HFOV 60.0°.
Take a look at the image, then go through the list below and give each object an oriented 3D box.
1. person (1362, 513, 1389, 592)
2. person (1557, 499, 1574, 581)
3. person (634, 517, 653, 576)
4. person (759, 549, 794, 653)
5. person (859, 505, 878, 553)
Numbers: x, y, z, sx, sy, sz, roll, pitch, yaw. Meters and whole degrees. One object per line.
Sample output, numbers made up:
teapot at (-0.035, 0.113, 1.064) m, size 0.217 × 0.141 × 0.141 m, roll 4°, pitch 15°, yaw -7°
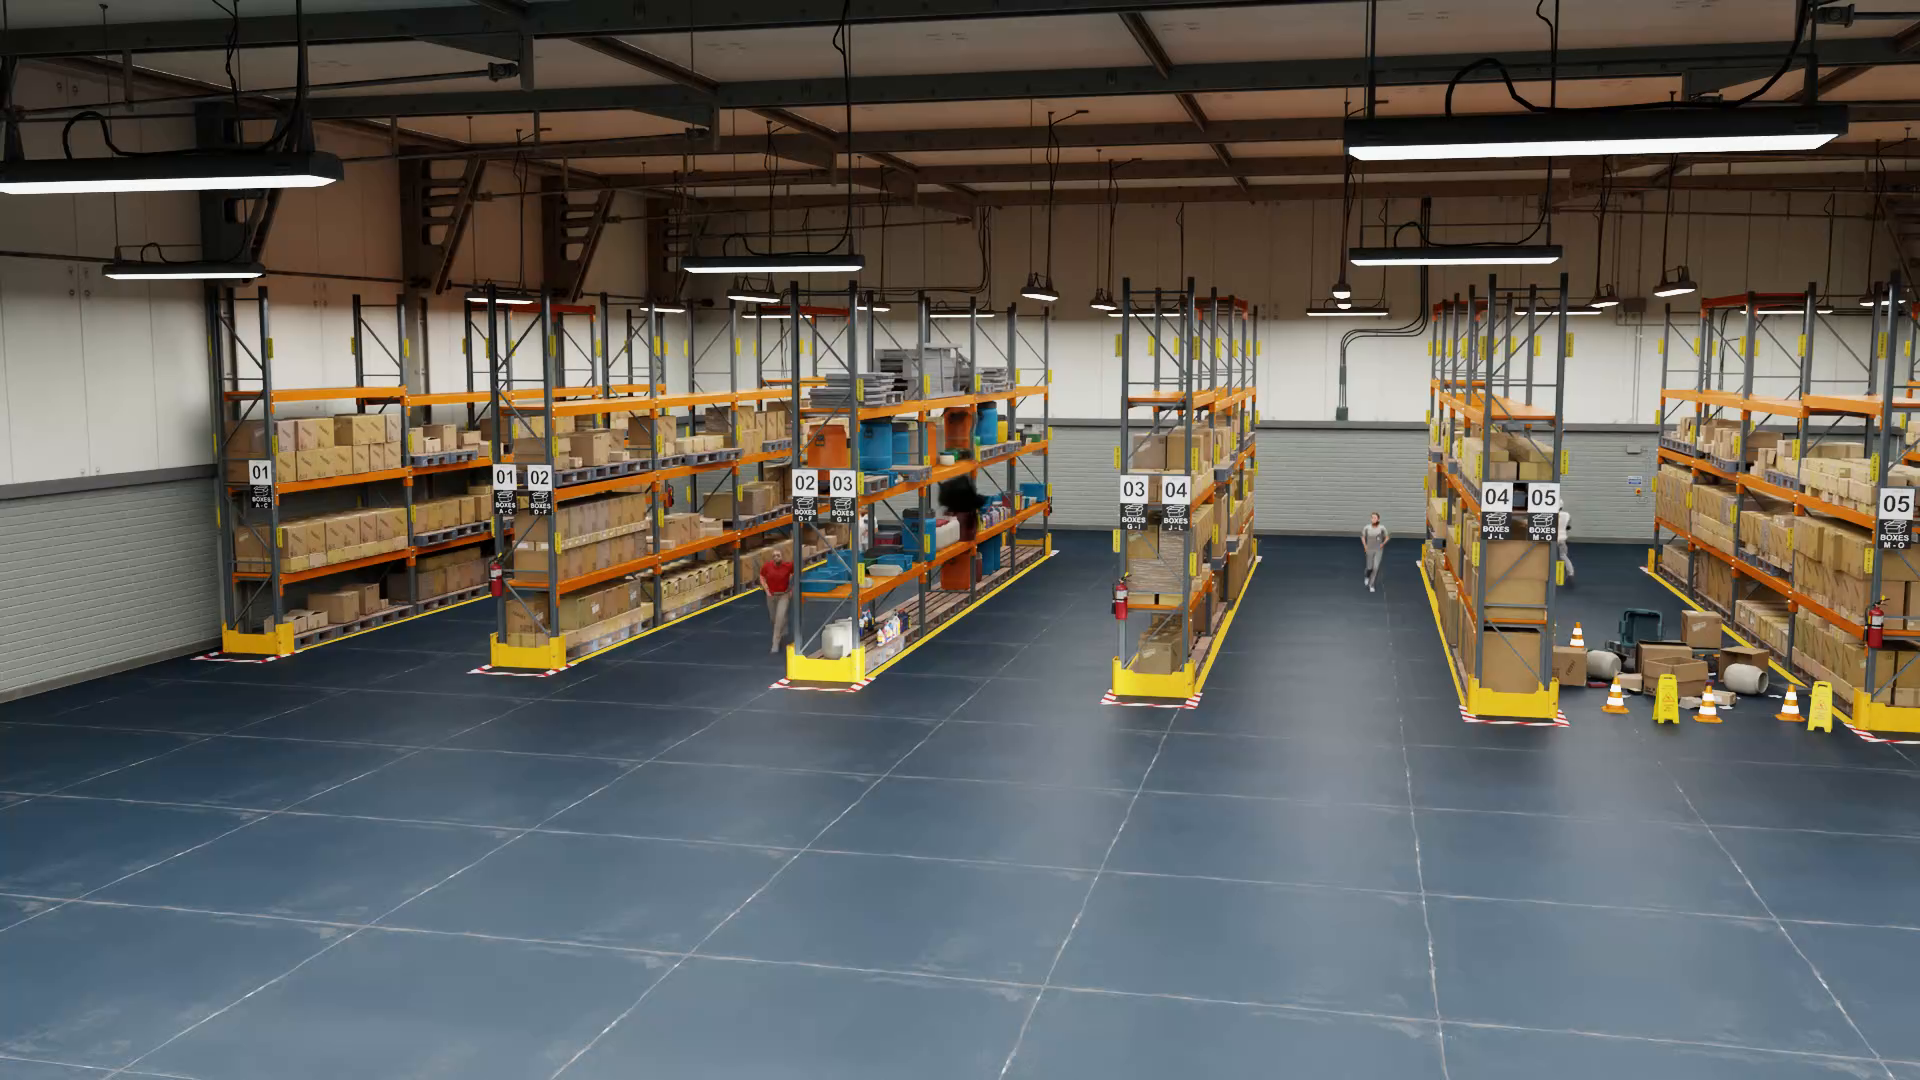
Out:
person at (8.599, 0.246, 34.456) m, size 0.560 × 1.639 × 0.603 m, roll 2°, pitch 7°, yaw 16°
person at (12.772, 0.033, 35.552) m, size 0.694 × 1.820 × 0.953 m, roll 0°, pitch 7°, yaw -4°
person at (-6.797, 0.093, 35.633) m, size 0.696 × 1.731 × 1.049 m, roll 2°, pitch 7°, yaw 15°
person at (-3.020, 0.981, 27.874) m, size 0.662 × 1.732 × 1.053 m, roll 1°, pitch 7°, yaw 9°
person at (-1.932, 0.031, 33.243) m, size 0.581 × 1.568 × 0.620 m, roll 2°, pitch 7°, yaw 18°
